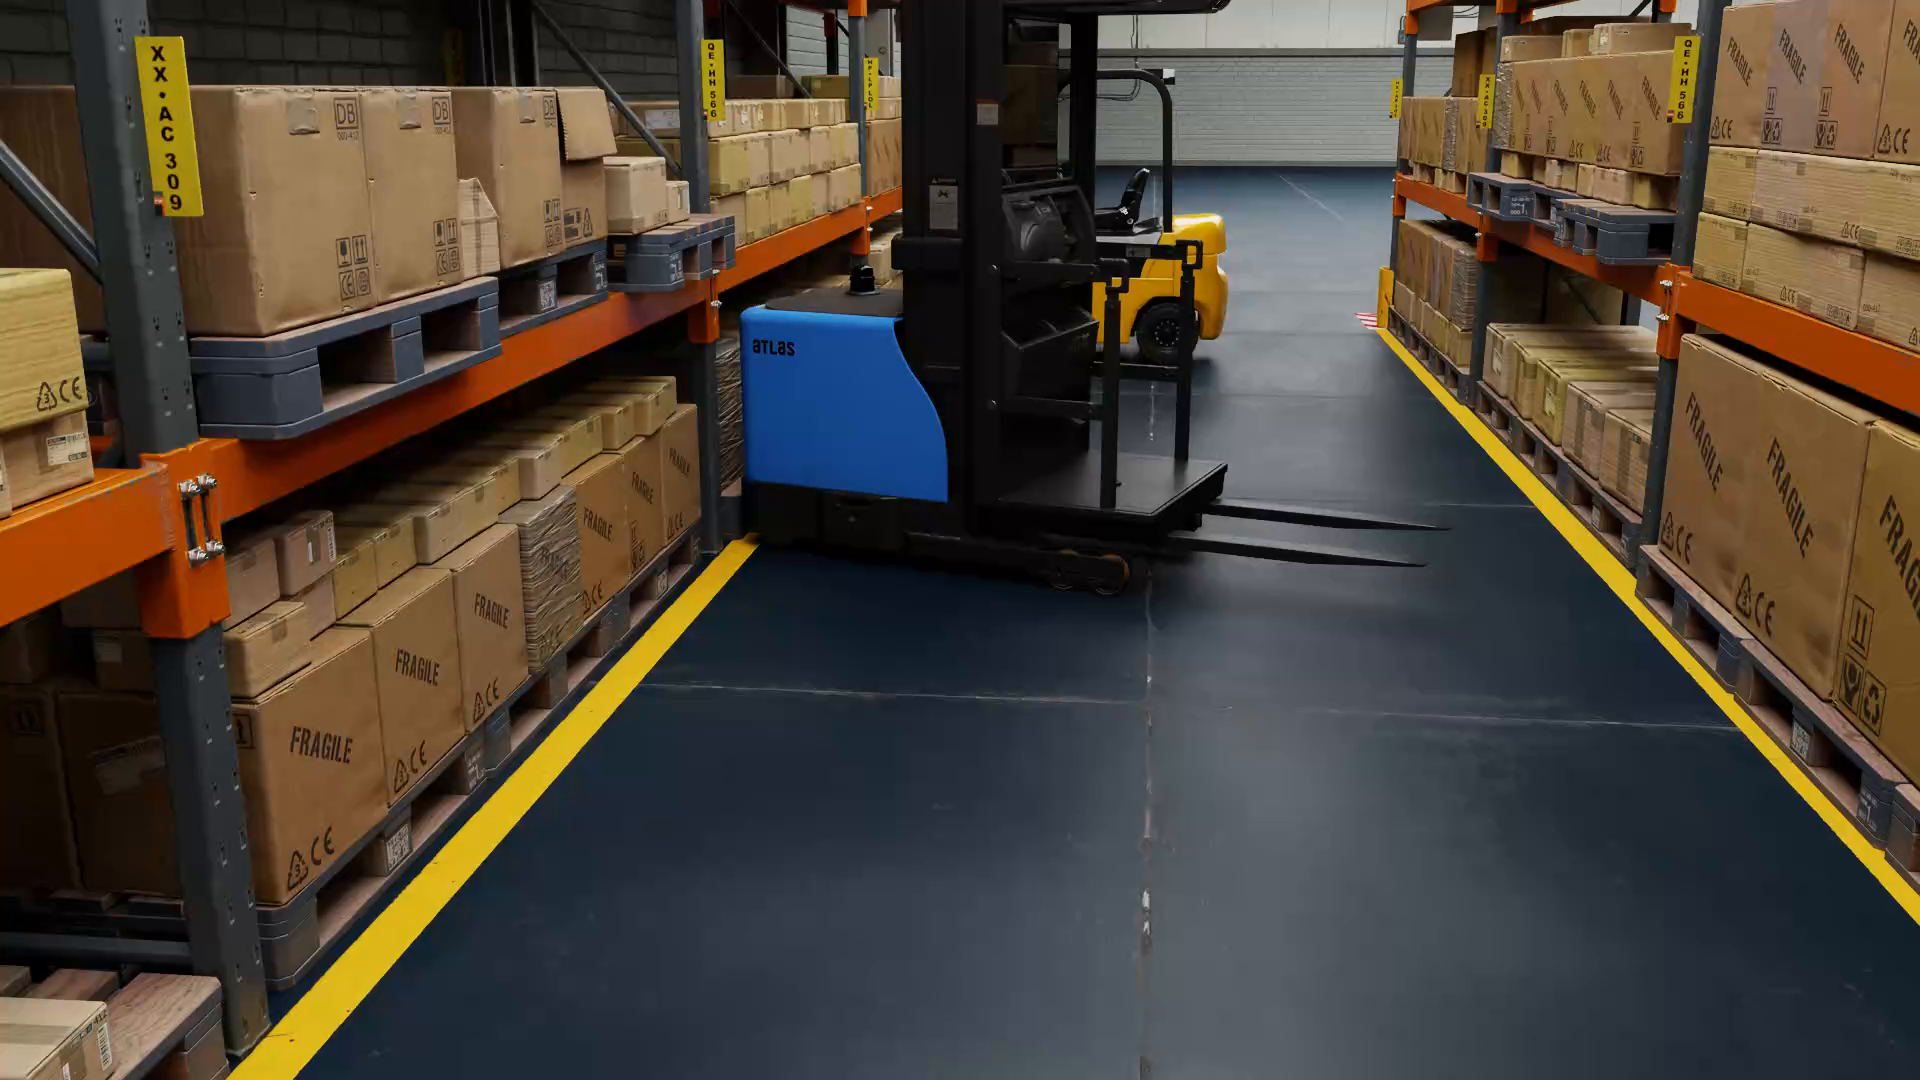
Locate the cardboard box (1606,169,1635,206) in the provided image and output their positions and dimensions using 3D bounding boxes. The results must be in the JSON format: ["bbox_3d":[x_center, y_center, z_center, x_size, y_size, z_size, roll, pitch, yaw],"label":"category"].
[{"bbox_3d":[3.108,-1.571,7.401,0.380,0.149,0.250,2,15,6],"label":"cardboard box"}]

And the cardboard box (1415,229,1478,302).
[{"bbox_3d":[3.778,-2.098,12.702,0.500,0.500,0.500,2,15,7],"label":"cardboard box"}]

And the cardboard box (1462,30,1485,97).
[{"bbox_3d":[4.360,-3.738,13.064,0.700,0.500,0.500,2,15,7],"label":"cardboard box"}]

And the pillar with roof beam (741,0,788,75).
[{"bbox_3d":[2.637,-6.094,12.960,9.100,9.000,0.400,2,15,6],"label":"pillar with roof beam"}]

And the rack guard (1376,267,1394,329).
[{"bbox_3d":[4.257,-2.107,14.498,1.175,0.500,0.348,2,15,6],"label":"rack guard"}]

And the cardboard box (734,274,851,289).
[{"bbox_3d":[-1.166,-1.362,10.699,0.875,0.625,0.625,2,15,9],"label":"cardboard box"}]

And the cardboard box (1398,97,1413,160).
[{"bbox_3d":[3.937,-3.411,13.769,0.500,0.500,0.500,1,15,5],"label":"cardboard box"}]

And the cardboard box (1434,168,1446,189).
[{"bbox_3d":[3.711,-2.664,12.250,0.380,0.149,0.250,2,15,7],"label":"cardboard box"}]

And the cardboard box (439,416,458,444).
[{"bbox_3d":[-2.066,-0.385,6.079,0.380,0.149,0.250,1,15,4],"label":"cardboard box"}]

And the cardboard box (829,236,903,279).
[{"bbox_3d":[-0.684,-2.048,12.038,0.500,0.250,0.500,2,15,6],"label":"cardboard box"}]

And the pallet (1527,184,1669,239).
[{"bbox_3d":[3.546,-1.681,8.500,1.003,0.211,1.213,2,15,6],"label":"pallet"}]

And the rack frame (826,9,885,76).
[{"bbox_3d":[-0.667,-3.479,14.782,1.000,3.000,0.127,2,15,6],"label":"rack frame"}]

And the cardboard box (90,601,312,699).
[{"bbox_3d":[-1.716,0.239,3.774,0.380,0.149,0.250,2,15,9],"label":"cardboard box"}]

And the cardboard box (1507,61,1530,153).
[{"bbox_3d":[3.421,-2.448,9.402,0.500,0.500,0.500,2,15,6],"label":"cardboard box"}]

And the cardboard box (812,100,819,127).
[{"bbox_3d":[-1.017,-2.440,9.506,0.380,0.149,0.250,1,15,5],"label":"cardboard box"}]

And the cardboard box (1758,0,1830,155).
[{"bbox_3d":[3.018,-1.540,5.505,0.500,0.500,0.500,2,15,6],"label":"cardboard box"}]

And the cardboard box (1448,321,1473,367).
[{"bbox_3d":[3.614,-1.333,11.308,0.500,0.250,0.500,2,15,9],"label":"cardboard box"}]

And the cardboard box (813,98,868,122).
[{"bbox_3d":[-0.821,-2.878,11.124,0.380,0.149,0.250,1,15,5],"label":"cardboard box"}]

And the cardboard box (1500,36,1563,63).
[{"bbox_3d":[3.410,-2.893,9.804,0.380,0.149,0.250,2,15,6],"label":"cardboard box"}]

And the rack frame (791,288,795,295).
[{"bbox_3d":[-0.738,-0.738,8.362,0.200,1.050,0.008,5,17,18],"label":"rack frame"}]

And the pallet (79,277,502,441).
[{"bbox_3d":[-1.822,-0.478,4.051,1.003,0.211,1.213,2,15,6],"label":"pallet"}]

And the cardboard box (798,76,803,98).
[{"bbox_3d":[-1.296,-3.171,11.639,0.380,0.149,0.250,2,15,6],"label":"cardboard box"}]

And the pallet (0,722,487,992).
[{"bbox_3d":[-1.967,0.767,4.420,1.003,0.211,1.213,2,15,6],"label":"pallet"}]

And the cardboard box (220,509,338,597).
[{"bbox_3d":[-1.734,0.026,3.989,0.380,0.149,0.250,1,15,4],"label":"cardboard box"}]

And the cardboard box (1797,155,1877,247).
[{"bbox_3d":[2.932,-1.041,5.094,0.500,0.250,0.500,2,15,6],"label":"cardboard box"}]

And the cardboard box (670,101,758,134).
[{"bbox_3d":[-1.192,-2.044,8.042,0.380,0.149,0.250,2,15,7],"label":"cardboard box"}]

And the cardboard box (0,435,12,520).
[{"bbox_3d":[-1.814,-0.087,2.719,0.380,0.149,0.250,2,15,8],"label":"cardboard box"}]

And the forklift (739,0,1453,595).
[{"bbox_3d":[0.569,-1.346,7.026,3.031,2.935,1.130,7,17,24],"label":"forklift"}]

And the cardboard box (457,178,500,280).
[{"bbox_3d":[-1.483,-0.854,4.525,0.396,0.266,0.258,2,15,9],"label":"cardboard box"}]

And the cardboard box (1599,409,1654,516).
[{"bbox_3d":[3.437,-0.339,7.400,0.950,0.372,0.625,1,15,2],"label":"cardboard box"}]

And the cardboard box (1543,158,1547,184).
[{"bbox_3d":[3.345,-1.974,8.892,0.380,0.149,0.250,2,15,7],"label":"cardboard box"}]

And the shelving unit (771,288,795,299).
[{"bbox_3d":[-0.776,-0.706,8.250,0.215,1.050,0.252,5,17,18],"label":"shelving unit"}]

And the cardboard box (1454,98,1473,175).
[{"bbox_3d":[3.669,-2.745,11.304,0.500,0.500,0.500,2,15,8],"label":"cardboard box"}]

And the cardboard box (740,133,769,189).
[{"bbox_3d":[-1.219,-1.811,7.942,0.500,0.250,0.500,2,15,8],"label":"cardboard box"}]

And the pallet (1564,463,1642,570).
[{"bbox_3d":[3.453,-0.115,7.685,1.003,0.211,1.213,2,15,6],"label":"pallet"}]

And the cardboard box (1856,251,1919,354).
[{"bbox_3d":[2.900,-0.669,4.678,0.500,0.250,0.500,2,15,6],"label":"cardboard box"}]

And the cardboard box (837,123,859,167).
[{"bbox_3d":[-0.919,-2.476,10.401,0.500,0.250,0.500,1,15,5],"label":"cardboard box"}]

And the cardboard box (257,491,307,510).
[{"bbox_3d":[-2.135,-0.049,4.837,0.380,0.149,0.250,2,15,8],"label":"cardboard box"}]

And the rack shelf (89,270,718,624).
[{"bbox_3d":[-1.795,-0.538,5.284,1.077,0.370,4.000,2,15,6],"label":"rack shelf"}]

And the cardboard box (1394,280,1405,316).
[{"bbox_3d":[3.900,-2.008,13.805,0.500,0.250,0.500,2,15,6],"label":"cardboard box"}]

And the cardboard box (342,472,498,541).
[{"bbox_3d":[-1.631,-0.102,5.033,0.380,0.149,0.250,2,15,8],"label":"cardboard box"}]

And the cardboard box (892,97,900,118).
[{"bbox_3d":[-0.648,-3.209,12.349,0.380,0.149,0.250,1,15,4],"label":"cardboard box"}]

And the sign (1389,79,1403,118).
[{"bbox_3d":[3.727,-3.768,14.191,0.100,0.325,0.005,2,15,6],"label":"sign"}]

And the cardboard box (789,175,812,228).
[{"bbox_3d":[-1.103,-1.838,9.001,0.500,0.250,0.500,2,15,8],"label":"cardboard box"}]

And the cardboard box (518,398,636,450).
[{"bbox_3d":[-1.447,-0.439,6.281,0.380,0.149,0.250,1,15,4],"label":"cardboard box"}]

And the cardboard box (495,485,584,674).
[{"bbox_3d":[-1.567,0.116,5.470,0.500,0.500,0.500,1,15,4],"label":"cardboard box"}]

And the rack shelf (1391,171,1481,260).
[{"bbox_3d":[4.040,-2.468,12.420,1.077,0.370,4.000,2,15,6],"label":"rack shelf"}]

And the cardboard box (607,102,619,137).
[{"bbox_3d":[-1.734,-1.856,7.345,0.380,0.149,0.250,2,15,8],"label":"cardboard box"}]

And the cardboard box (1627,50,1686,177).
[{"bbox_3d":[3.138,-1.780,6.931,0.500,0.500,0.500,1,15,5],"label":"cardboard box"}]

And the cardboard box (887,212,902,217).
[{"bbox_3d":[-0.409,-2.708,14.480,0.500,0.250,0.500,2,15,8],"label":"cardboard box"}]

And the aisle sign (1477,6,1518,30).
[{"bbox_3d":[4.561,-4.596,13.933,0.394,0.787,0.004,2,15,6],"label":"aisle sign"}]
